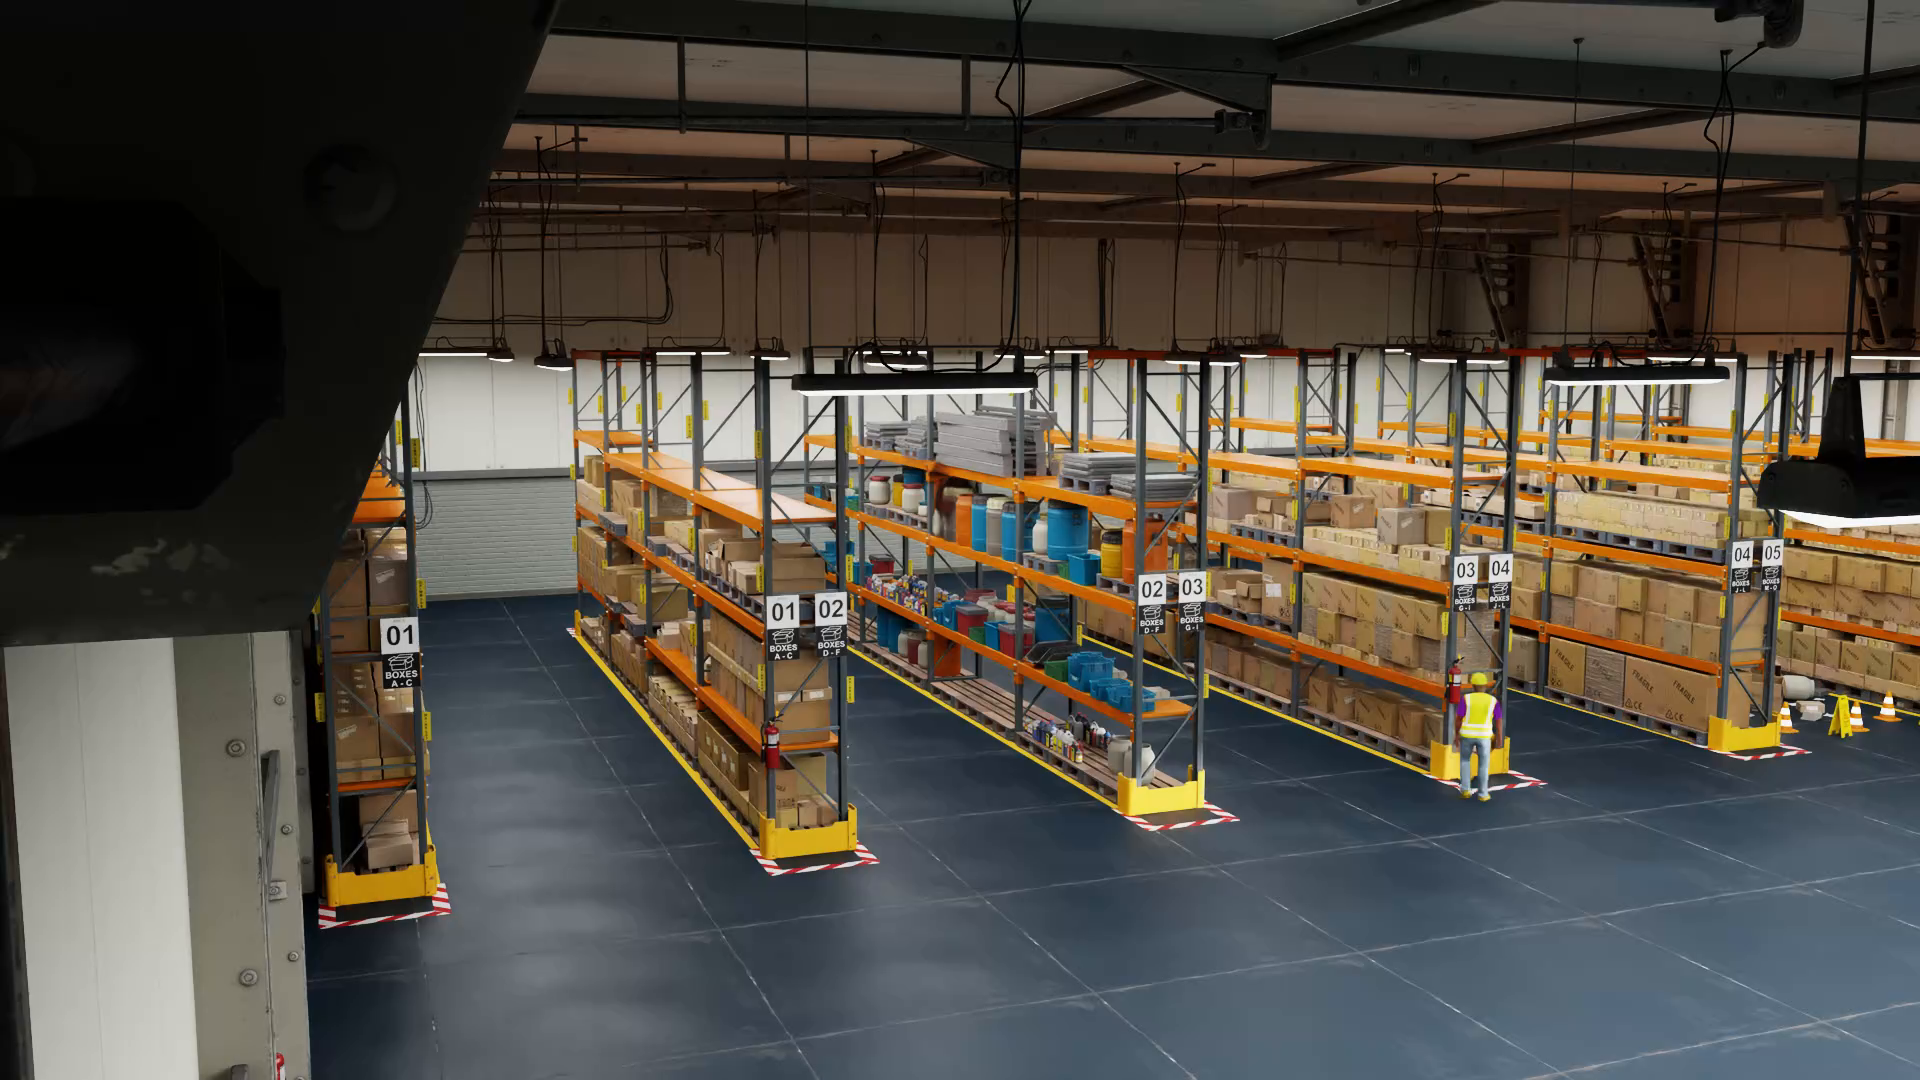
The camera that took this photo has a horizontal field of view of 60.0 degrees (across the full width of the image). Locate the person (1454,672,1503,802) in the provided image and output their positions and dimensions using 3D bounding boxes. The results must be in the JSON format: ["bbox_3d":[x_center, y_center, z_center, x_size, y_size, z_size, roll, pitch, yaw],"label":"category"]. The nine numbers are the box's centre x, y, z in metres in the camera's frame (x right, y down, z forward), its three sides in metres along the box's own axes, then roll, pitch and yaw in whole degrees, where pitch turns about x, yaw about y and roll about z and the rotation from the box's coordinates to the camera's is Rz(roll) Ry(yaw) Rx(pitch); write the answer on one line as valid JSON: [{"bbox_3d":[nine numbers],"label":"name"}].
[{"bbox_3d":[7.027,2.679,22.526,0.603,1.808,0.464,3,8,24],"label":"person"}]
